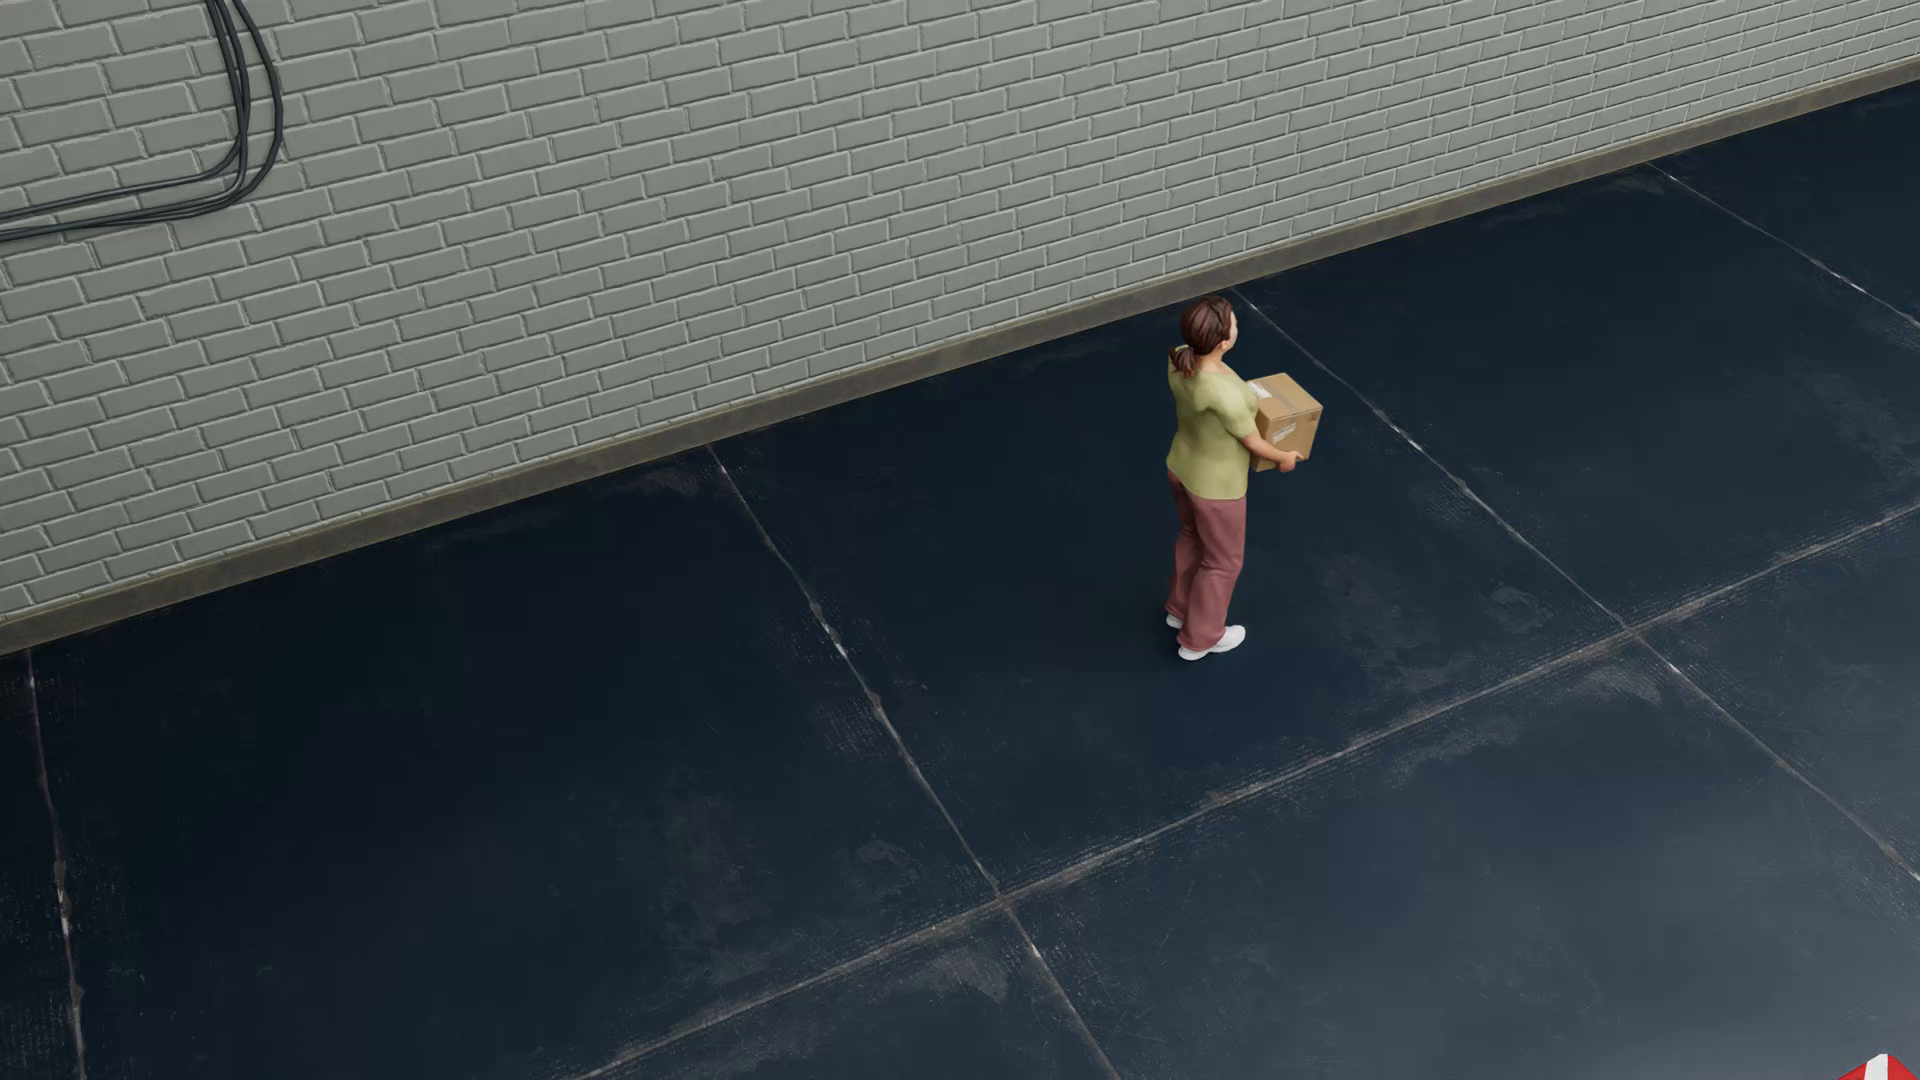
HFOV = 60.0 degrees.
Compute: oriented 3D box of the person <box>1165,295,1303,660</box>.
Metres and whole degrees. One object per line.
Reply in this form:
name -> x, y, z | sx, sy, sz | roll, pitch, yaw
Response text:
person -> 1.011, -0.258, 6.459 | 0.551, 1.663, 0.428 | -19, 45, -20
